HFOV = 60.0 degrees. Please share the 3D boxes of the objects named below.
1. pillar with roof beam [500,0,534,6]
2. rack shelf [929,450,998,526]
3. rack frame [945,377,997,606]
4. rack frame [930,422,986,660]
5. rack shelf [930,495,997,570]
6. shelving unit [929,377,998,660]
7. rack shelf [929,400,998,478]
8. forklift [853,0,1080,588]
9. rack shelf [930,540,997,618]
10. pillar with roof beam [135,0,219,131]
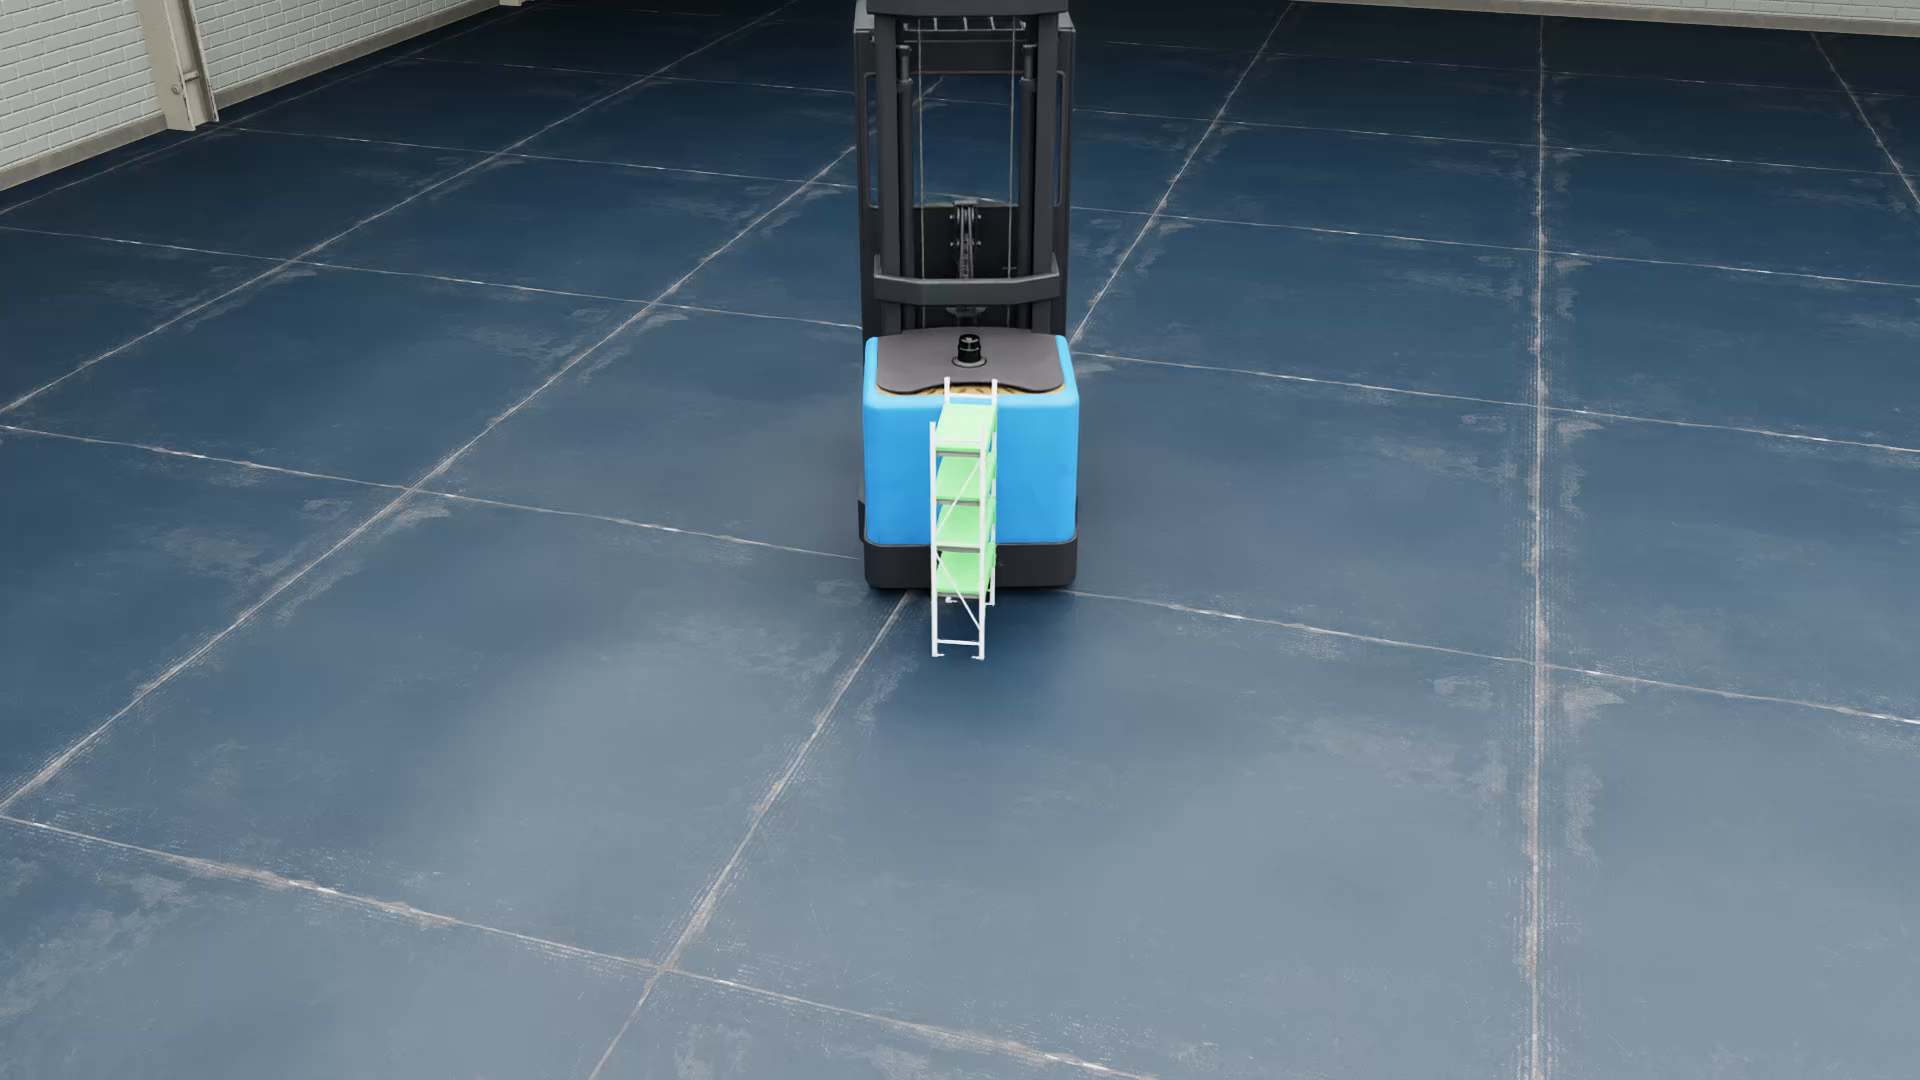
[{"bbox_3d":[-1.457,-10.078,17.609,9.100,9.000,0.400,8,30,15],"label":"pillar with roof beam"},{"bbox_3d":[0.021,-0.248,7.600,0.258,0.148,0.480,3,29,6],"label":"rack shelf"},{"bbox_3d":[0.049,-0.212,7.897,0.240,1.200,0.015,3,29,6],"label":"rack frame"},{"bbox_3d":[-0.008,0.024,7.473,0.240,1.200,0.015,3,29,6],"label":"rack frame"},{"bbox_3d":[0.021,-0.038,7.716,0.258,0.148,0.480,3,29,6],"label":"rack shelf"},{"bbox_3d":[0.021,-0.094,7.685,0.258,1.200,0.503,3,29,6],"label":"shelving unit"},{"bbox_3d":[0.021,-0.458,7.483,0.258,0.148,0.480,3,29,6],"label":"rack shelf"},{"bbox_3d":[0.013,-1.721,8.829,1.130,2.935,3.031,-1,29,-1],"label":"forklift"},{"bbox_3d":[0.021,0.171,7.833,0.258,0.148,0.480,3,29,6],"label":"rack shelf"},{"bbox_3d":[-3.218,-7.289,12.597,9.100,9.000,0.400,8,30,15],"label":"pillar with roof beam"}]
